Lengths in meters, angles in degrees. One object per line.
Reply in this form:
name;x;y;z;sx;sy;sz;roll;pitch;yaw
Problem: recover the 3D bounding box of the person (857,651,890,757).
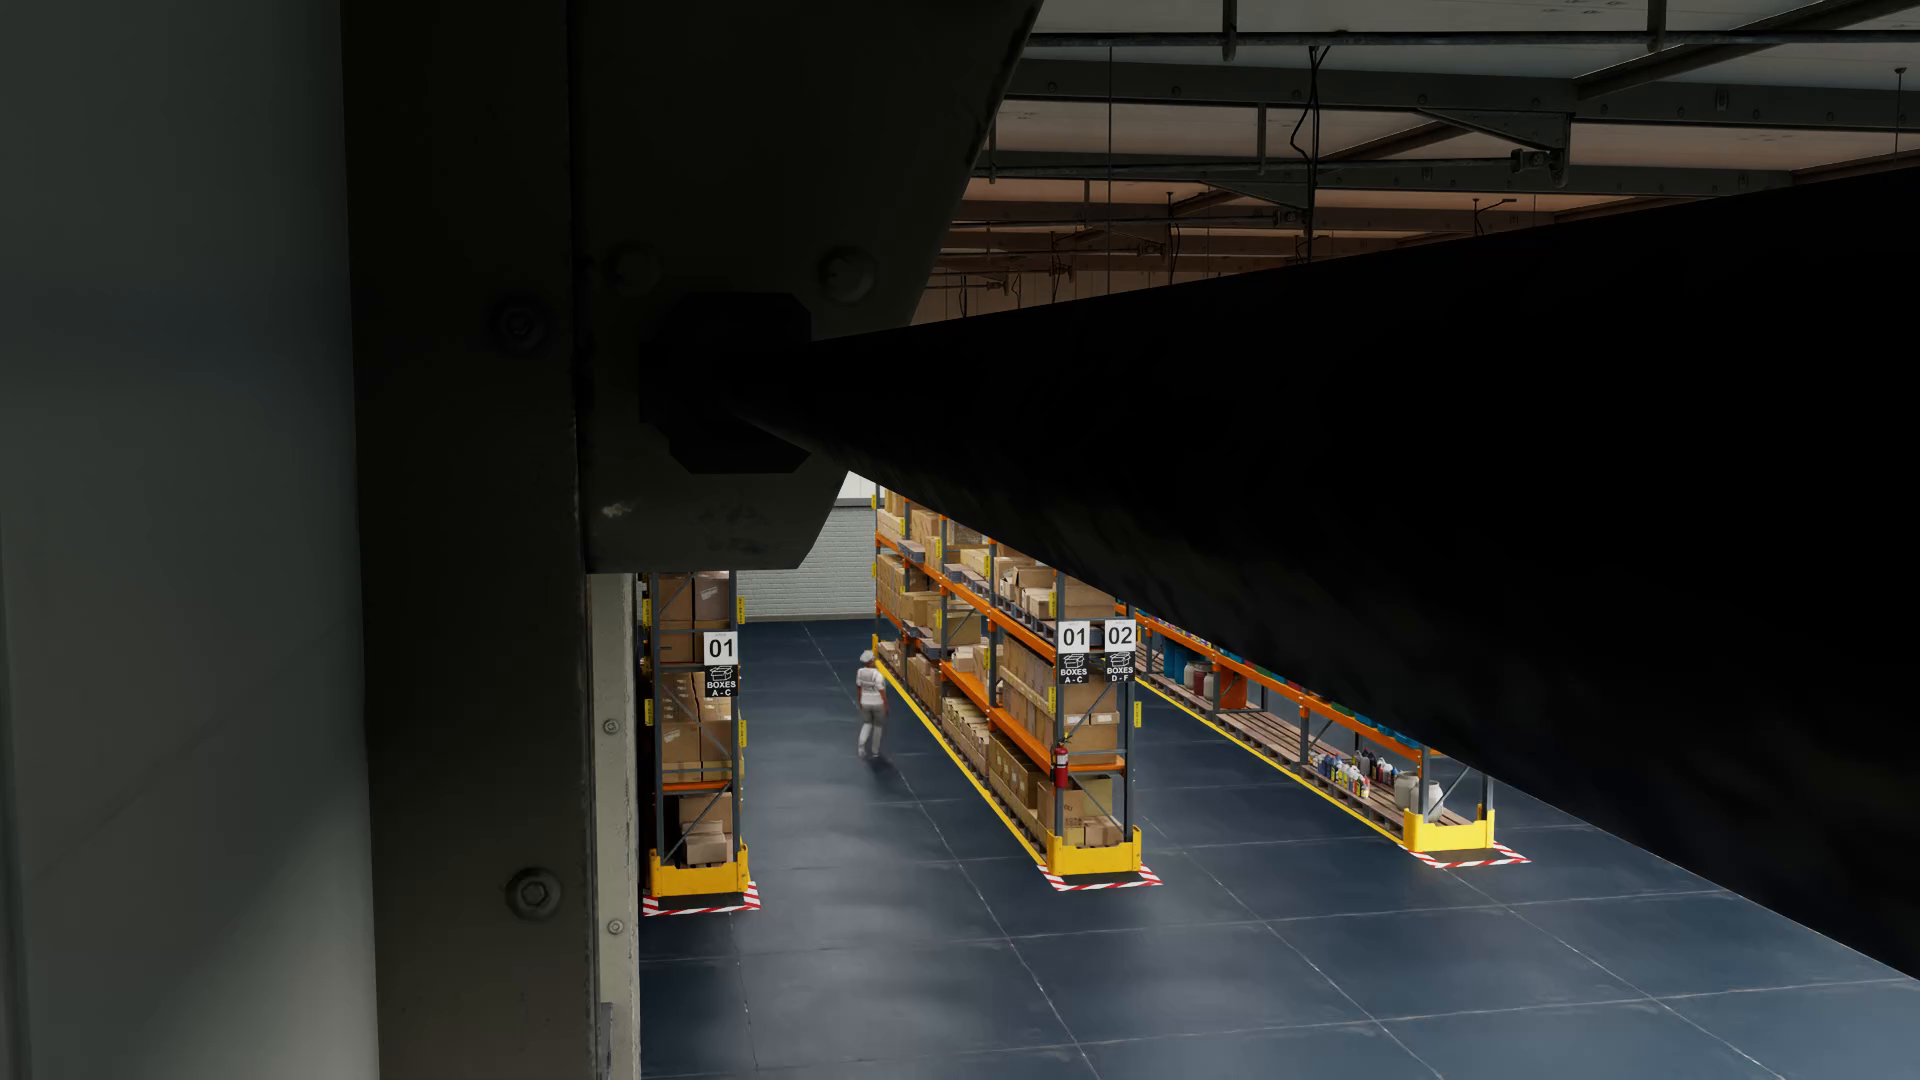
person;-1.430;2.663;27.038;0.555;1.763;0.550;3;6;23
